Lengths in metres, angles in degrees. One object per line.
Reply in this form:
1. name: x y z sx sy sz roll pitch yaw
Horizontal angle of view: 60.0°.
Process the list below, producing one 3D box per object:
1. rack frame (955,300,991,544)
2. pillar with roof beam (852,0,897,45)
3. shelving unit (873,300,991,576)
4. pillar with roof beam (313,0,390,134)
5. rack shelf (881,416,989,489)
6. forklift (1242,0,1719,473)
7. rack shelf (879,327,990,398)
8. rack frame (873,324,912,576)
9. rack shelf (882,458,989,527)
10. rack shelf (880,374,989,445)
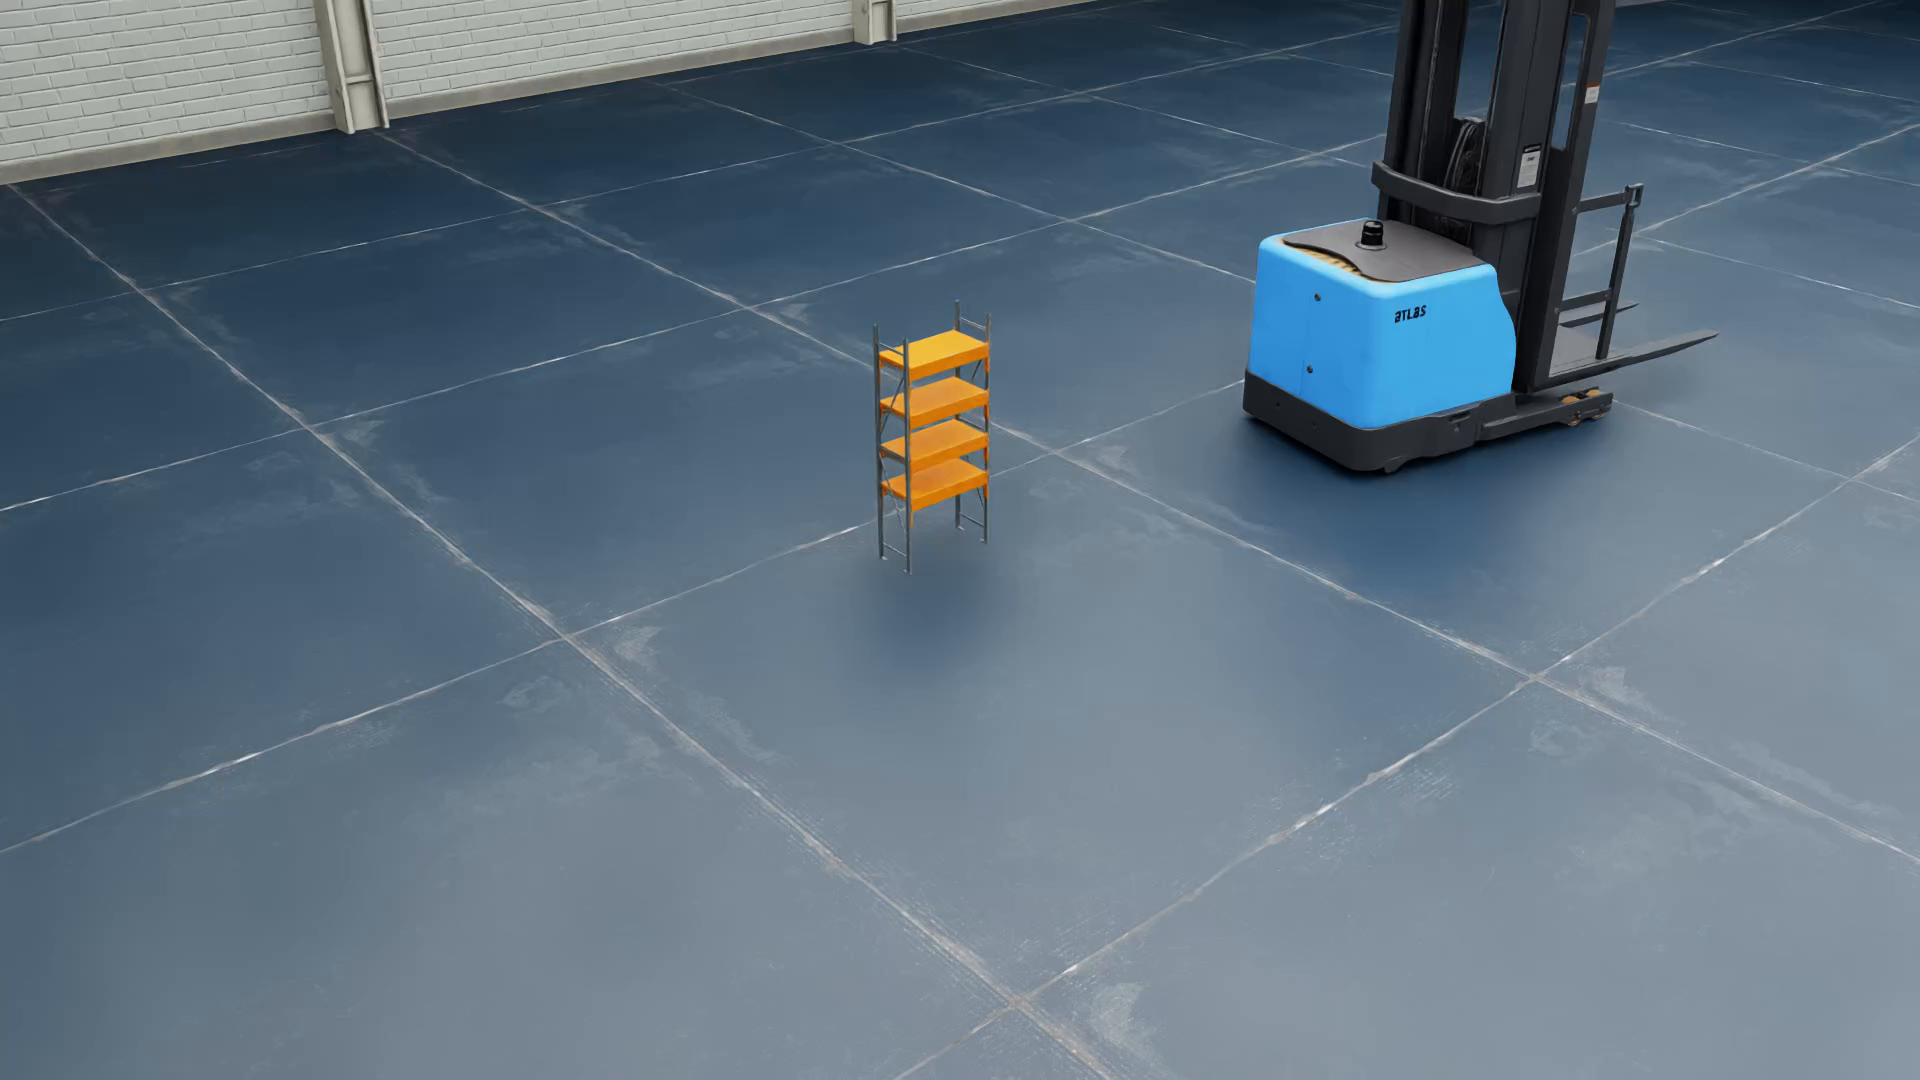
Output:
1. rack frame: 0.060 -0.553 8.012 0.015 1.200 0.240 -22 35 -35
2. pillar with roof beam: 1.829 -8.082 13.825 0.400 9.000 9.100 -22 35 -35
3. shelving unit: -0.126 -0.479 7.872 0.503 1.200 0.258 -22 35 -35
4. pillar with roof beam: -2.735 -6.246 10.391 0.400 9.000 9.100 -22 35 -35
5. rack shelf: -0.126 -0.419 7.904 0.480 0.148 0.258 -22 35 -35
6. forklift: 3.152 -2.142 9.148 3.031 2.935 1.130 -15 32 -26
7. rack shelf: -0.126 -0.825 7.687 0.480 0.148 0.258 -22 35 -35
8. rack frame: -0.312 -0.404 7.733 0.015 1.200 0.240 -22 35 -35
9. rack shelf: -0.126 -0.244 7.998 0.480 0.148 0.258 -22 35 -35
10. rack shelf: -0.126 -0.616 7.799 0.480 0.148 0.258 -22 35 -35
